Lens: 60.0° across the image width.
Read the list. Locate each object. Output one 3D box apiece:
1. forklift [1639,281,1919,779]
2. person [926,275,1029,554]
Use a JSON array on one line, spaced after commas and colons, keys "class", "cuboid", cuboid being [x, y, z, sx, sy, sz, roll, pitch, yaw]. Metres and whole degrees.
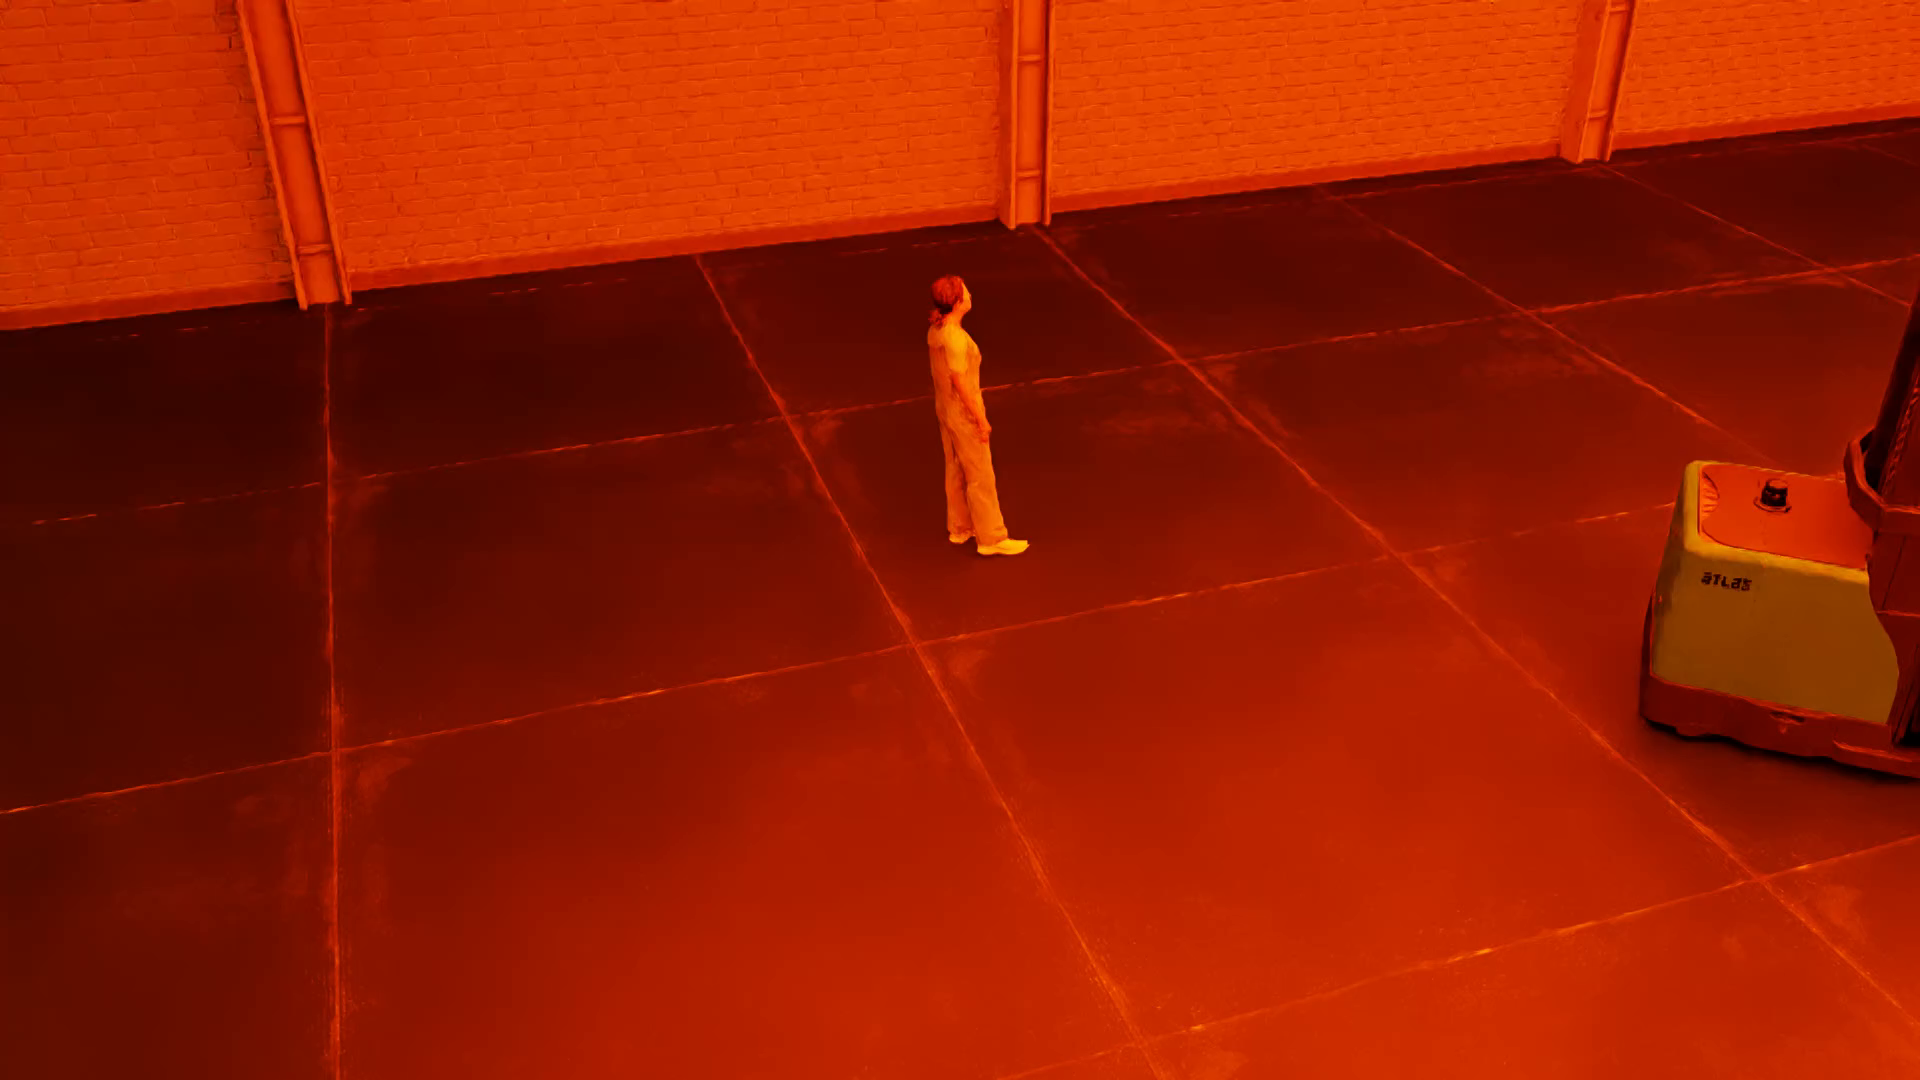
[{"class": "forklift", "cuboid": [4.999, -0.284, 7.580, 3.031, 2.935, 1.130, 11, 32, 18]}, {"class": "person", "cuboid": [0.082, -0.739, 9.616, 0.532, 1.674, 0.550, -10, 31, -16]}]
